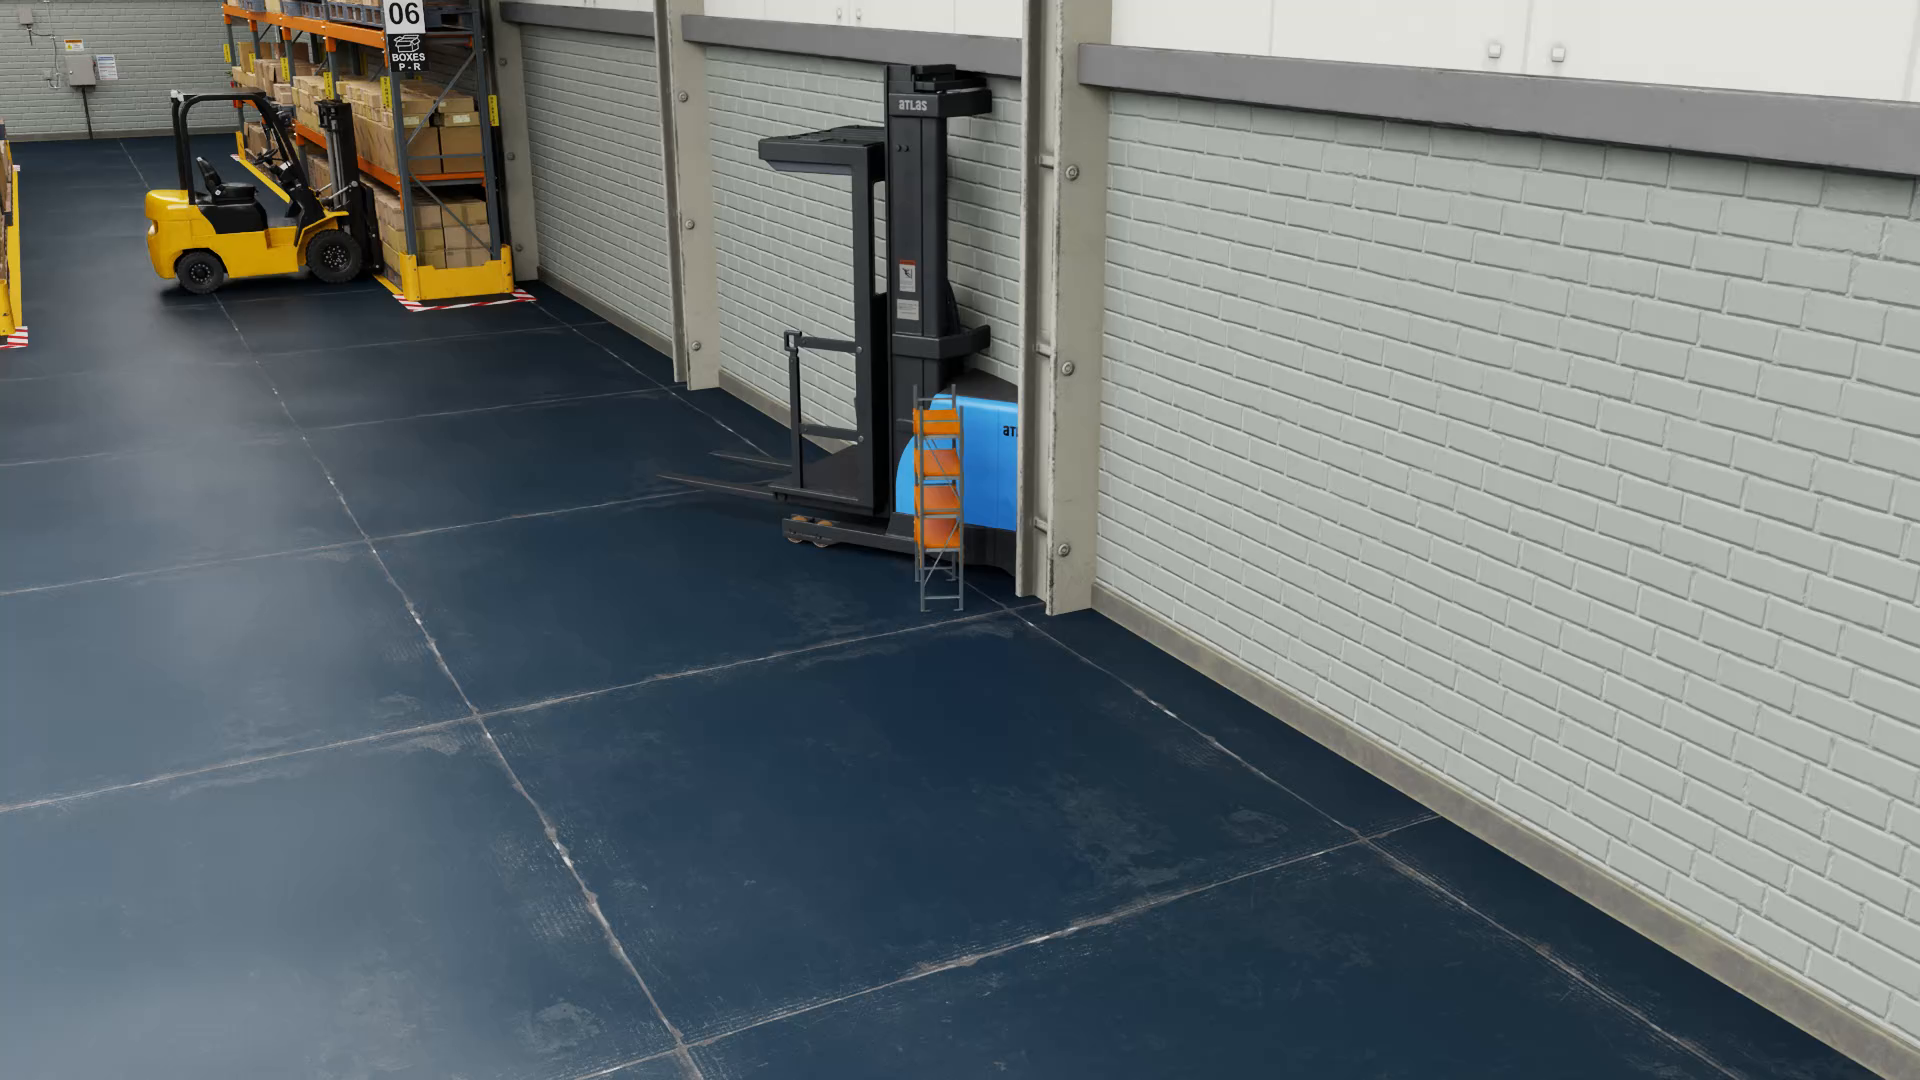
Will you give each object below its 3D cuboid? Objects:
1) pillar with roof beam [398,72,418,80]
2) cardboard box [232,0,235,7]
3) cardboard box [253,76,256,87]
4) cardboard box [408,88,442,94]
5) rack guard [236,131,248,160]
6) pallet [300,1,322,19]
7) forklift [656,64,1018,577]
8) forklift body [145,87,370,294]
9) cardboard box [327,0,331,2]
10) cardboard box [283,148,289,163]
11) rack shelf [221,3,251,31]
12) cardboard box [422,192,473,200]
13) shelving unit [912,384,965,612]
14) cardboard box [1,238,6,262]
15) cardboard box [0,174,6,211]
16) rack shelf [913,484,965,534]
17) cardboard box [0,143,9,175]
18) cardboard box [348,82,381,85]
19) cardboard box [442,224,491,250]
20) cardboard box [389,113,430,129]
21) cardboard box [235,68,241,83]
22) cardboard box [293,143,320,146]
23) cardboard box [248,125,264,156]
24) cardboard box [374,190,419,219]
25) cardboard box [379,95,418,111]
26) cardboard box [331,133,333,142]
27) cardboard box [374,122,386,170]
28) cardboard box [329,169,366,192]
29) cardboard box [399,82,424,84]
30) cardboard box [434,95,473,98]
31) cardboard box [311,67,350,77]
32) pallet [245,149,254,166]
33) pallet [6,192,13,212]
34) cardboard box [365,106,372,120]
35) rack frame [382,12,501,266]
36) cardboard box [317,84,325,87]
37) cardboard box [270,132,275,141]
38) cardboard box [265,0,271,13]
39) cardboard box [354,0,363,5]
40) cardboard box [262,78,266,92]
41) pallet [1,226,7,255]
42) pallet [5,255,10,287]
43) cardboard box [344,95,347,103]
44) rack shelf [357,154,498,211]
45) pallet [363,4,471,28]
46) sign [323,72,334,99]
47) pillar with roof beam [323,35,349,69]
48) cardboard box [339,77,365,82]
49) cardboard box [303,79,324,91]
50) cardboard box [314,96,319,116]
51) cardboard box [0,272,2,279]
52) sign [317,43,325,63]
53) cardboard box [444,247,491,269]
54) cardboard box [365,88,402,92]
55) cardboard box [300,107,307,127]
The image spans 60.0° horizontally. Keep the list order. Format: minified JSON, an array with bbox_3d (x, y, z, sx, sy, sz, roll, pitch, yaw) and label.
[{"bbox_3d":[-11.785,-8.407,21.198,9.100,9.000,0.400,-10,21,-27],"label":"pillar with roof beam"},{"bbox_3d":[-12.618,-9.485,29.308,0.380,0.149,0.250,-10,21,-27],"label":"cardboard box"},{"bbox_3d":[-11.764,-7.798,28.407,0.500,0.250,0.500,-9,21,-25],"label":"cardboard box"},{"bbox_3d":[-6.290,-5.248,19.638,0.380,0.149,0.250,-10,21,-26],"label":"cardboard box"},{"bbox_3d":[-13.171,-7.565,31.789,1.175,0.500,0.348,-10,21,-27],"label":"rack guard"},{"bbox_3d":[-8.474,-7.299,22.877,1.003,0.211,1.213,-9,21,-24],"label":"pallet"},{"bbox_3d":[-0.557,-1.480,10.428,3.031,2.935,1.130,10,21,26],"label":"forklift"},{"bbox_3d":[-8.116,-4.036,19.031,2.313,2.155,1.214,-10,21,-27],"label":"forklift body"},{"bbox_3d":[-7.563,-6.693,20.419,0.380,0.149,0.250,-9,21,-26],"label":"cardboard box"},{"bbox_3d":[-10.541,-6.018,26.663,0.500,0.500,0.500,-11,22,-29],"label":"cardboard box"},{"bbox_3d":[-12.258,-9.272,29.409,1.077,0.370,4.000,-10,21,-27],"label":"rack shelf"},{"bbox_3d":[-5.912,-3.857,19.249,0.500,0.250,0.500,-10,21,-27],"label":"cardboard box"},{"bbox_3d":[-0.124,-0.242,9.495,0.258,1.200,0.503,-2,19,-5],"label":"shelving unit"},{"bbox_3d":[-11.358,-3.325,19.239,0.500,0.250,0.500,-9,21,-24],"label":"cardboard box"},{"bbox_3d":[-14.030,-5.107,23.448,0.875,0.875,0.875,-10,22,-27],"label":"cardboard box"},{"bbox_3d":[-0.124,-0.179,9.516,0.258,0.148,0.480,-2,19,-5],"label":"rack shelf"},{"bbox_3d":[-16.304,-6.292,27.550,0.875,0.438,0.875,-11,22,-28],"label":"cardboard box"},{"bbox_3d":[-7.399,-5.622,20.723,0.380,0.149,0.250,-10,21,-26],"label":"cardboard box"},{"bbox_3d":[-5.650,-3.478,18.916,0.500,0.250,0.500,-10,21,-26],"label":"cardboard box"},{"bbox_3d":[-6.021,-4.586,18.174,0.380,0.149,0.250,-10,21,-26],"label":"cardboard box"},{"bbox_3d":[-12.989,-8.522,30.503,0.500,0.250,0.500,-10,21,-26],"label":"cardboard box"},{"bbox_3d":[-10.109,-6.054,25.772,0.380,0.149,0.250,-11,22,-28],"label":"cardboard box"},{"bbox_3d":[-12.629,-7.344,30.504,0.700,0.500,0.500,-9,21,-24],"label":"cardboard box"},{"bbox_3d":[-6.599,-3.920,19.431,0.500,0.250,0.500,-10,21,-26],"label":"cardboard box"},{"bbox_3d":[-6.258,-4.877,18.563,0.380,0.149,0.250,-9,21,-25],"label":"cardboard box"},{"bbox_3d":[-7.978,-5.357,21.788,0.500,0.250,0.500,-9,21,-25],"label":"cardboard box"},{"bbox_3d":[-6.313,-4.474,18.845,0.500,0.500,0.500,-9,21,-25],"label":"cardboard box"},{"bbox_3d":[-8.128,-4.772,22.858,0.875,0.625,0.625,-10,22,-27],"label":"cardboard box"},{"bbox_3d":[-6.871,-5.621,20.719,0.380,0.149,0.250,-10,22,-27],"label":"cardboard box"},{"bbox_3d":[-5.652,-4.886,18.588,0.380,0.149,0.250,-9,21,-25],"label":"cardboard box"},{"bbox_3d":[-9.515,-6.890,25.203,0.500,0.500,0.500,-9,21,-24],"label":"cardboard box"},{"bbox_3d":[-12.792,-7.200,31.173,1.003,0.211,1.213,-10,21,-27],"label":"pallet"},{"bbox_3d":[-14.658,-4.972,24.716,1.003,0.211,1.213,-10,21,-27],"label":"pallet"},{"bbox_3d":[-6.651,-4.950,19.230,0.380,0.149,0.250,-10,21,-26],"label":"cardboard box"},{"bbox_3d":[-5.610,-4.176,18.134,1.000,3.000,0.127,-10,21,-27],"label":"rack frame"},{"bbox_3d":[-8.499,-6.104,22.574,0.380,0.149,0.250,-10,21,-26],"label":"cardboard box"},{"bbox_3d":[-11.372,-6.800,27.932,0.380,0.149,0.250,-9,21,-24],"label":"cardboard box"},{"bbox_3d":[-10.343,-8.217,25.476,0.500,0.250,0.500,-10,21,-27],"label":"cardboard box"},{"bbox_3d":[-6.433,-6.285,18.699,0.700,0.500,0.500,-10,21,-26],"label":"cardboard box"},{"bbox_3d":[-10.986,-7.297,26.742,0.396,0.266,0.258,-9,21,-24],"label":"cardboard box"},{"bbox_3d":[-12.830,-3.810,21.348,1.003,0.211,1.213,-10,21,-27],"label":"pallet"},{"bbox_3d":[-11.526,-3.048,19.142,1.003,0.211,1.213,-10,21,-27],"label":"pallet"},{"bbox_3d":[-7.465,-5.471,20.741,0.380,0.149,0.250,-9,21,-25],"label":"cardboard box"},{"bbox_3d":[-6.559,-4.410,19.915,1.077,0.370,4.000,-10,21,-27],"label":"rack shelf"},{"bbox_3d":[-5.922,-5.759,18.259,1.003,0.211,1.213,-10,21,-27],"label":"pallet"},{"bbox_3d":[-7.982,-5.747,21.034,0.100,0.325,0.005,-10,21,-27],"label":"sign"},{"bbox_3d":[-14.634,-10.129,26.190,9.100,9.000,0.400,-10,21,-27],"label":"pillar with roof beam"},{"bbox_3d":[-8.784,-6.622,24.077,0.380,0.149,0.250,-10,21,-27],"label":"cardboard box"},{"bbox_3d":[-9.109,-6.470,23.634,0.380,0.149,0.250,-10,21,-26],"label":"cardboard box"},{"bbox_3d":[-8.455,-5.885,22.551,0.500,0.250,0.500,-10,21,-26],"label":"cardboard box"},{"bbox_3d":[-10.116,-2.579,17.078,0.500,0.250,0.500,-10,21,-27],"label":"cardboard box"},{"bbox_3d":[-10.821,-8.255,28.180,0.100,0.325,0.005,-10,21,-27],"label":"sign"},{"bbox_3d":[-5.671,-3.246,19.010,0.500,0.250,0.500,-10,21,-26],"label":"cardboard box"},{"bbox_3d":[-6.803,-5.255,19.657,0.380,0.149,0.250,-10,21,-26],"label":"cardboard box"},{"bbox_3d":[-9.178,-6.091,23.914,0.500,0.250,0.500,-10,22,-28],"label":"cardboard box"}]
